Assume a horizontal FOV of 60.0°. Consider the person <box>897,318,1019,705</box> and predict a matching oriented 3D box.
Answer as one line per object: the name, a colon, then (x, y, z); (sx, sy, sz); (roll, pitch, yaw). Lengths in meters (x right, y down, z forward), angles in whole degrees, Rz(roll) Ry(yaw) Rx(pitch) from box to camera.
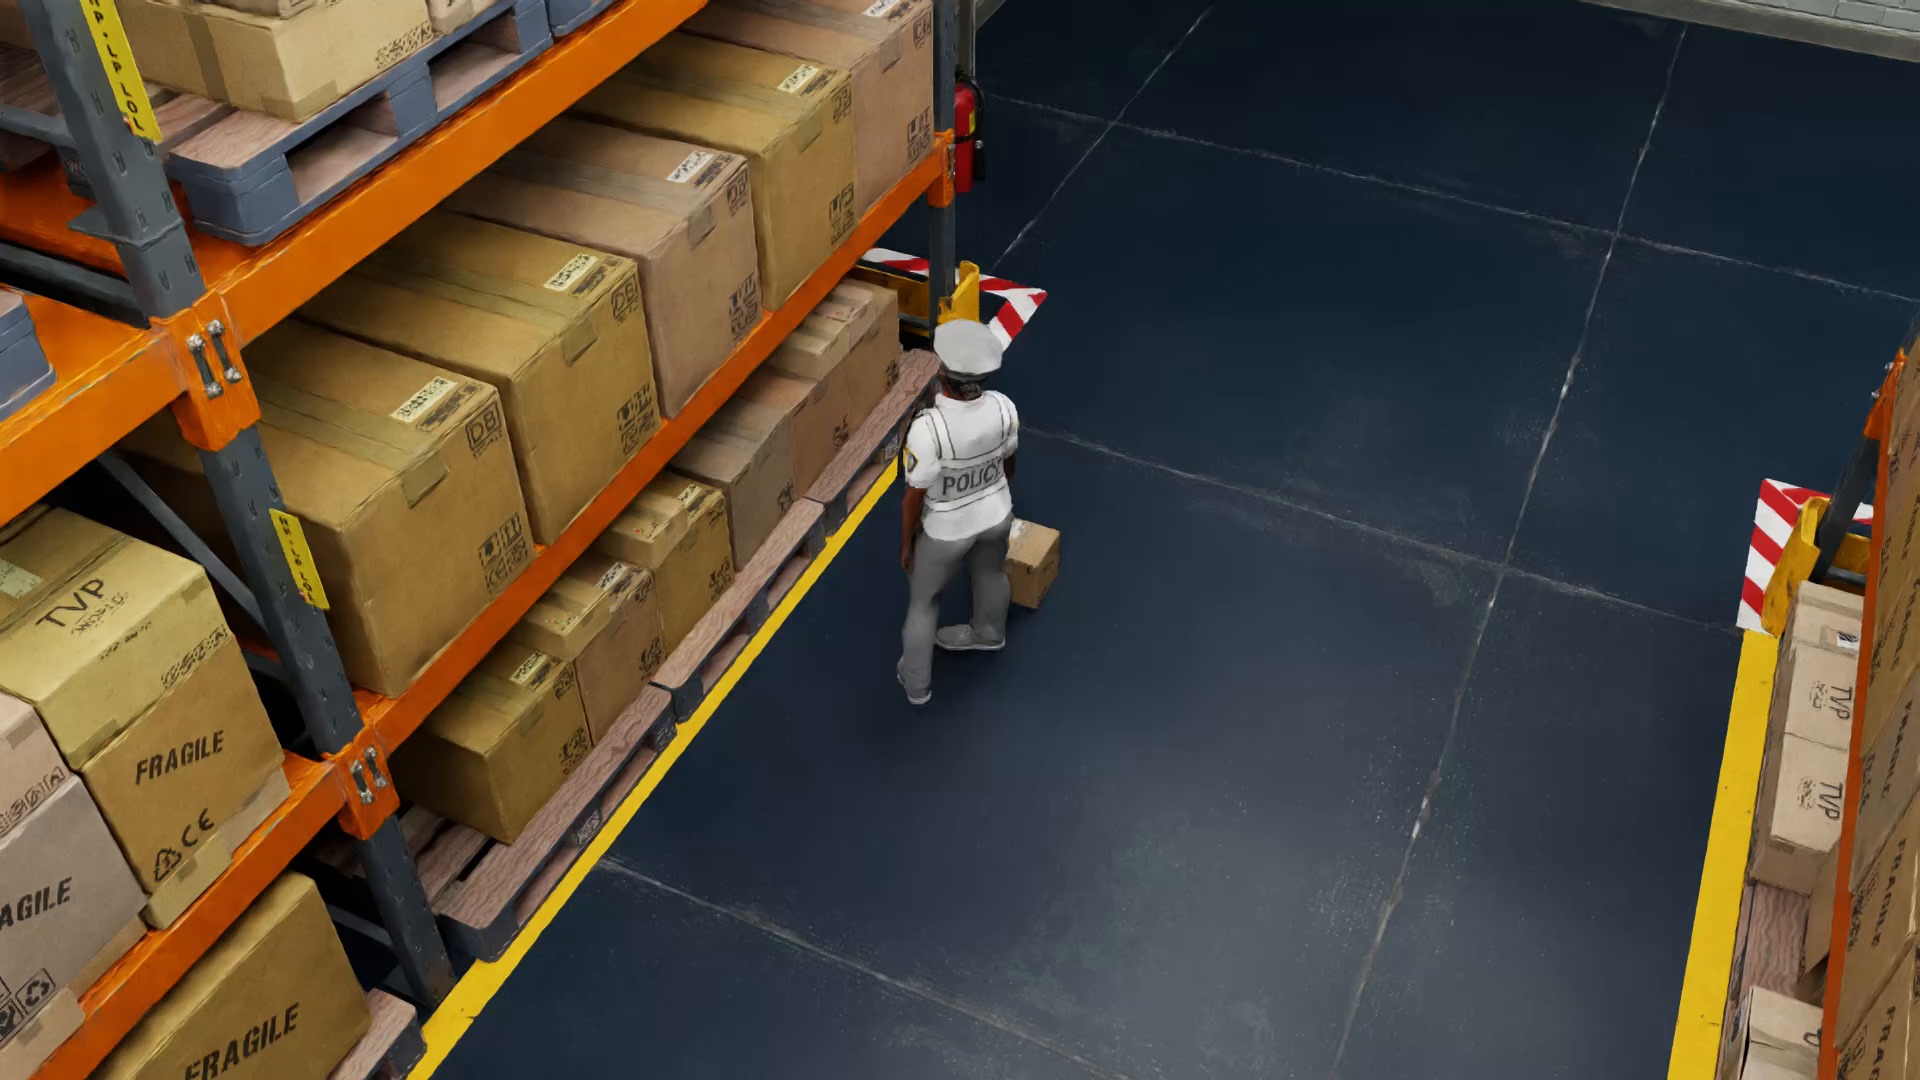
person: (-0.018, -0.085, 6.252); (0.530, 1.690, 0.389); (-22, 47, -23)
